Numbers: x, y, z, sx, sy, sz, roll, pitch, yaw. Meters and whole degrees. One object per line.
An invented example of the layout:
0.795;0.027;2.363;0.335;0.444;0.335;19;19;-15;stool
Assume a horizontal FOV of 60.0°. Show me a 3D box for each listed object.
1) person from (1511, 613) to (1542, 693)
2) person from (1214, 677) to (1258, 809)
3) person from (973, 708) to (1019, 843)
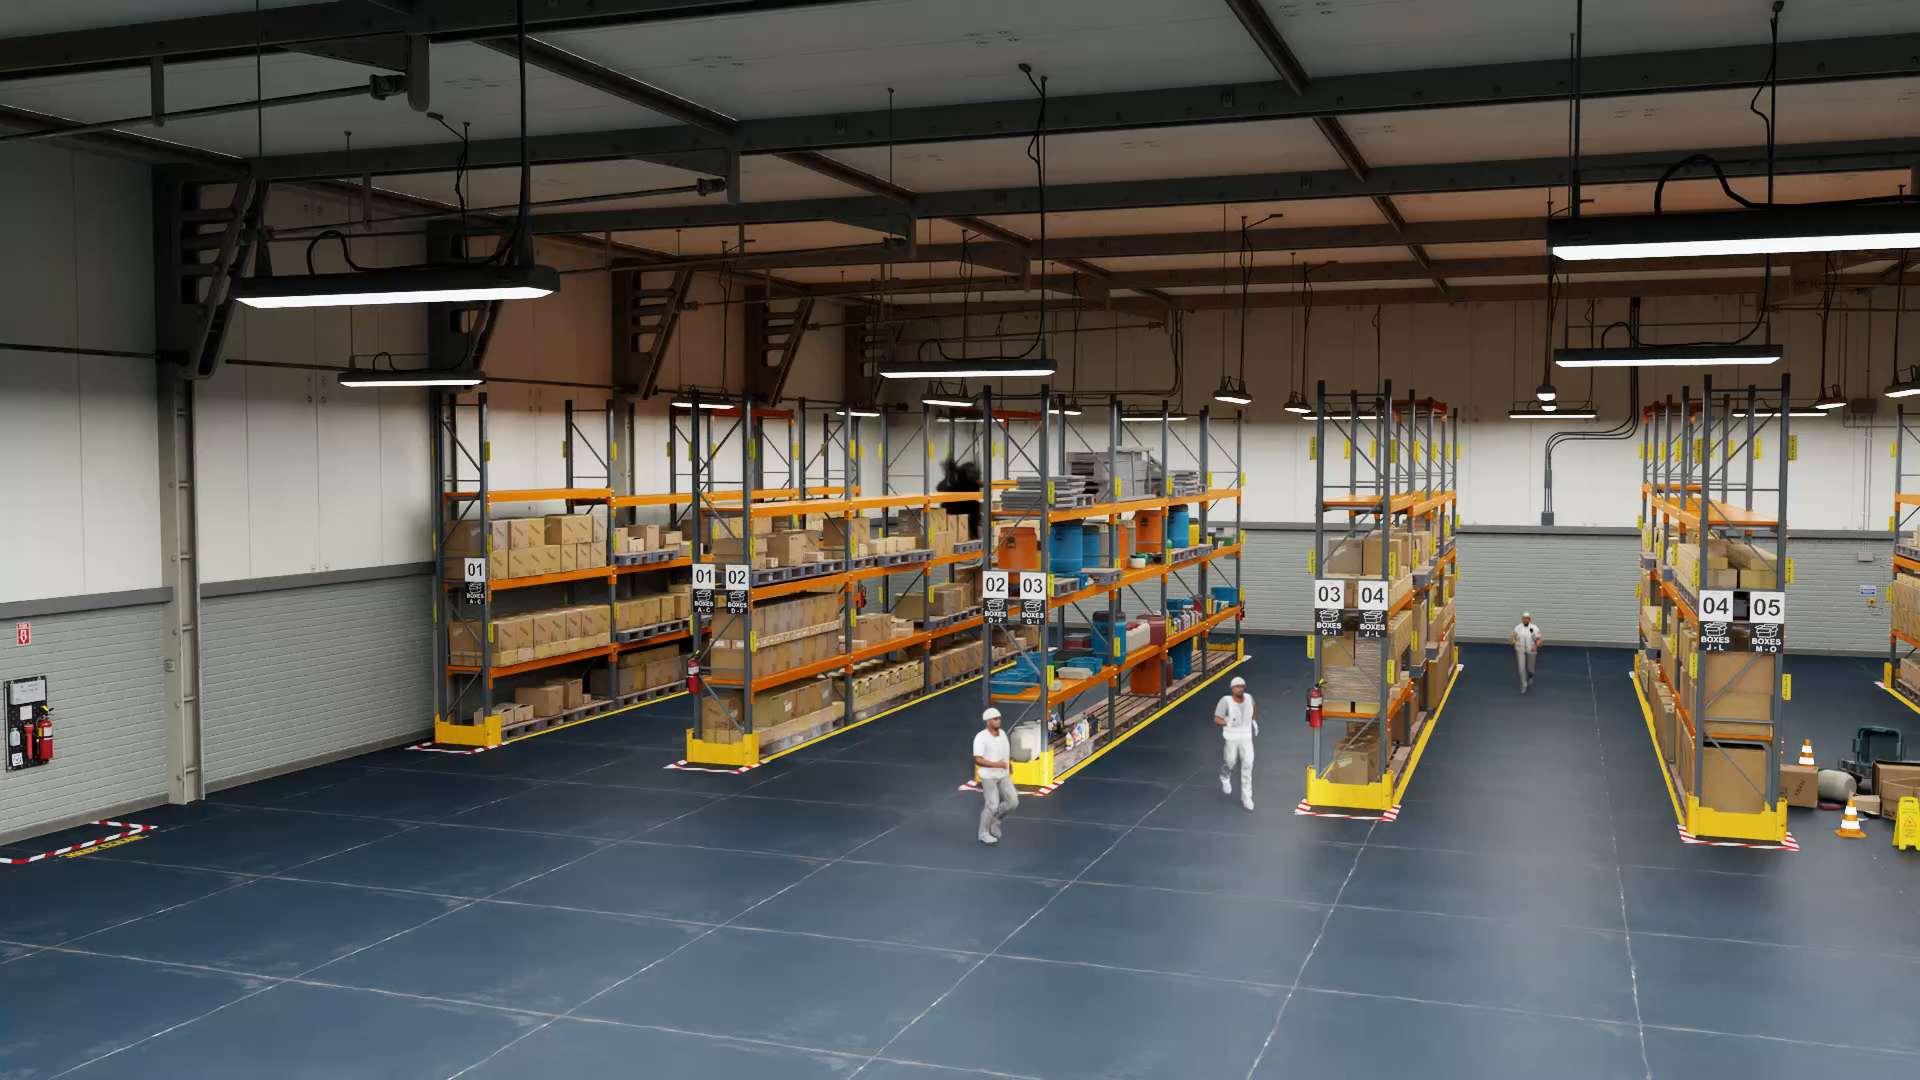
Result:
11.842;2.338;34.786;0.618;1.648;0.719;1;3;21;person
3.941;2.842;23.685;0.711;1.805;1.000;-1;3;-12;person
0.472;2.999;21.151;0.685;1.723;0.623;-3;4;-44;person
